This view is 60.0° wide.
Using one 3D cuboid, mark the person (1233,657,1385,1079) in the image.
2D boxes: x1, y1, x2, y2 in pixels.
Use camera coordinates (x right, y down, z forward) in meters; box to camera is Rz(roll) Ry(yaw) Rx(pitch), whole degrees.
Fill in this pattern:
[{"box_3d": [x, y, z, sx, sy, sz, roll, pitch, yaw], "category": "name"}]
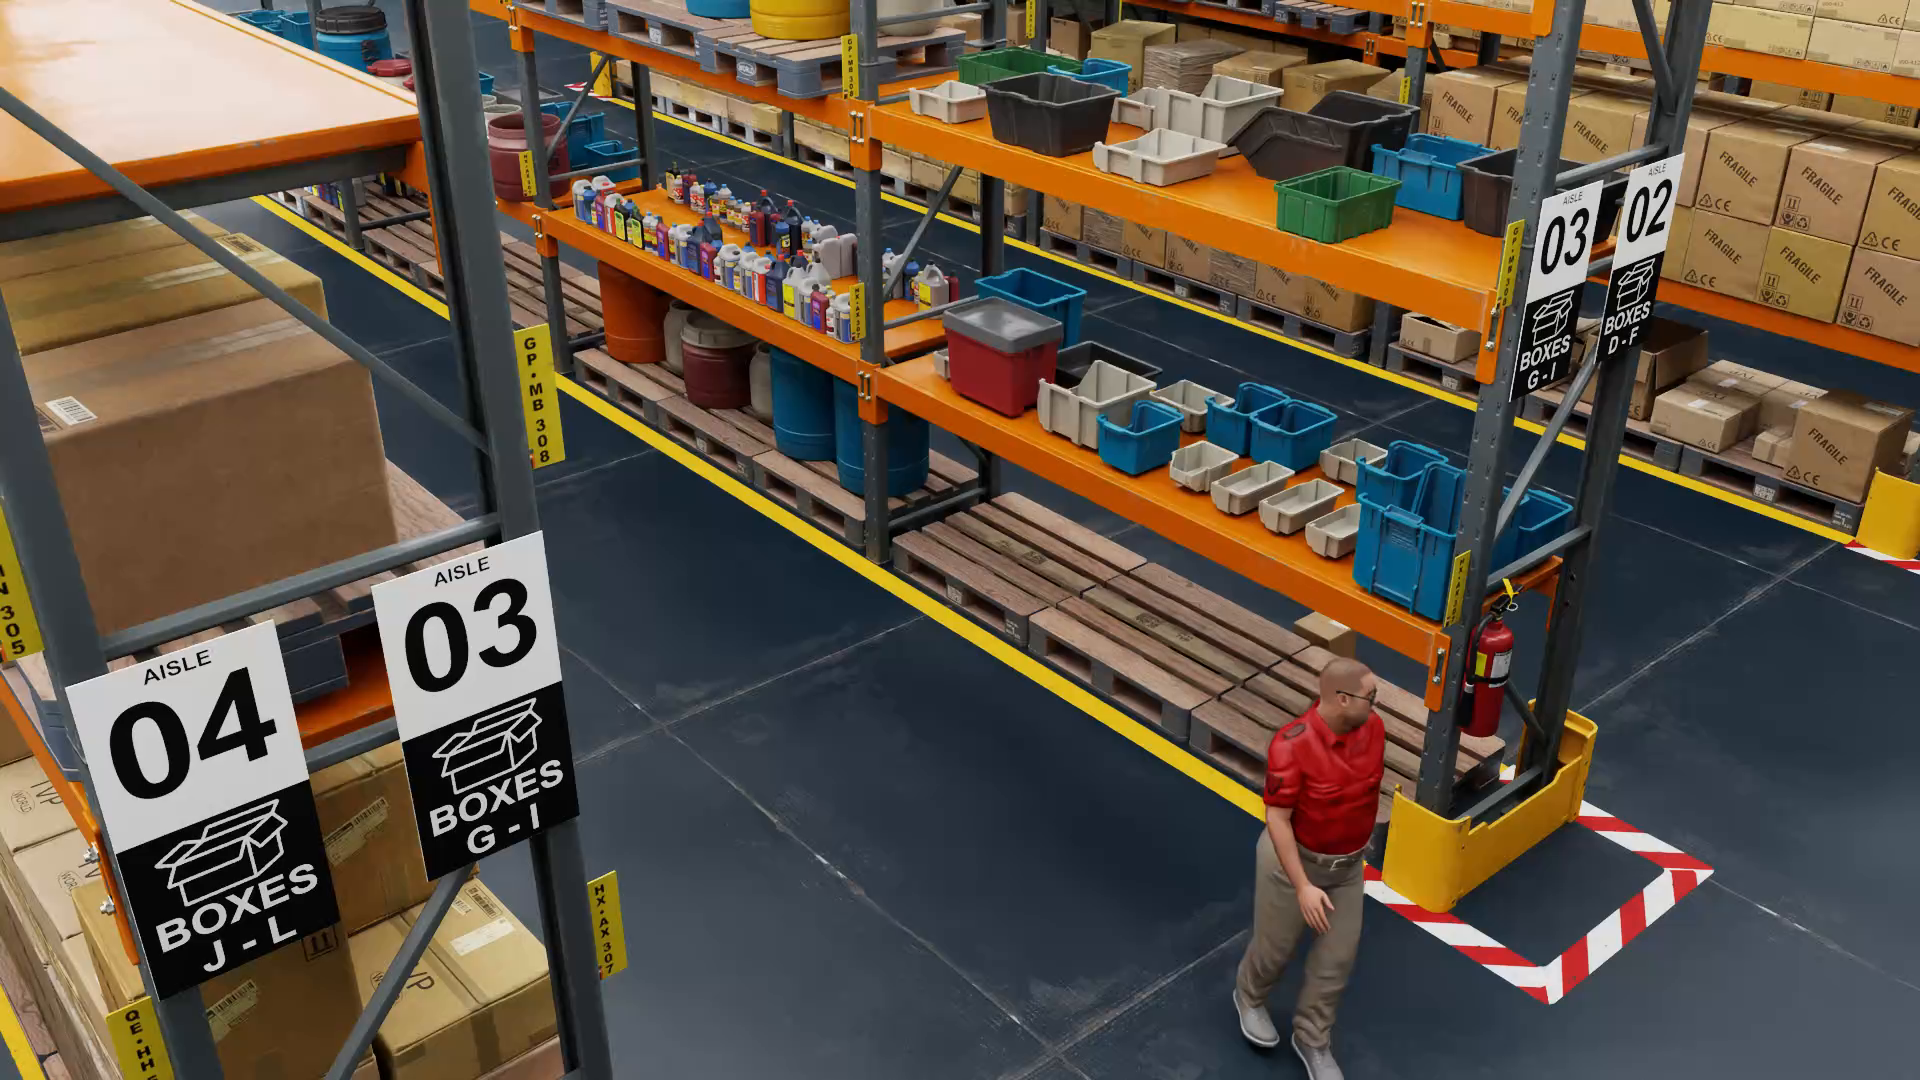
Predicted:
[{"box_3d": [1.395, 1.260, 6.273, 0.564, 1.744, 0.614, -11, 30, -21], "category": "person"}]
